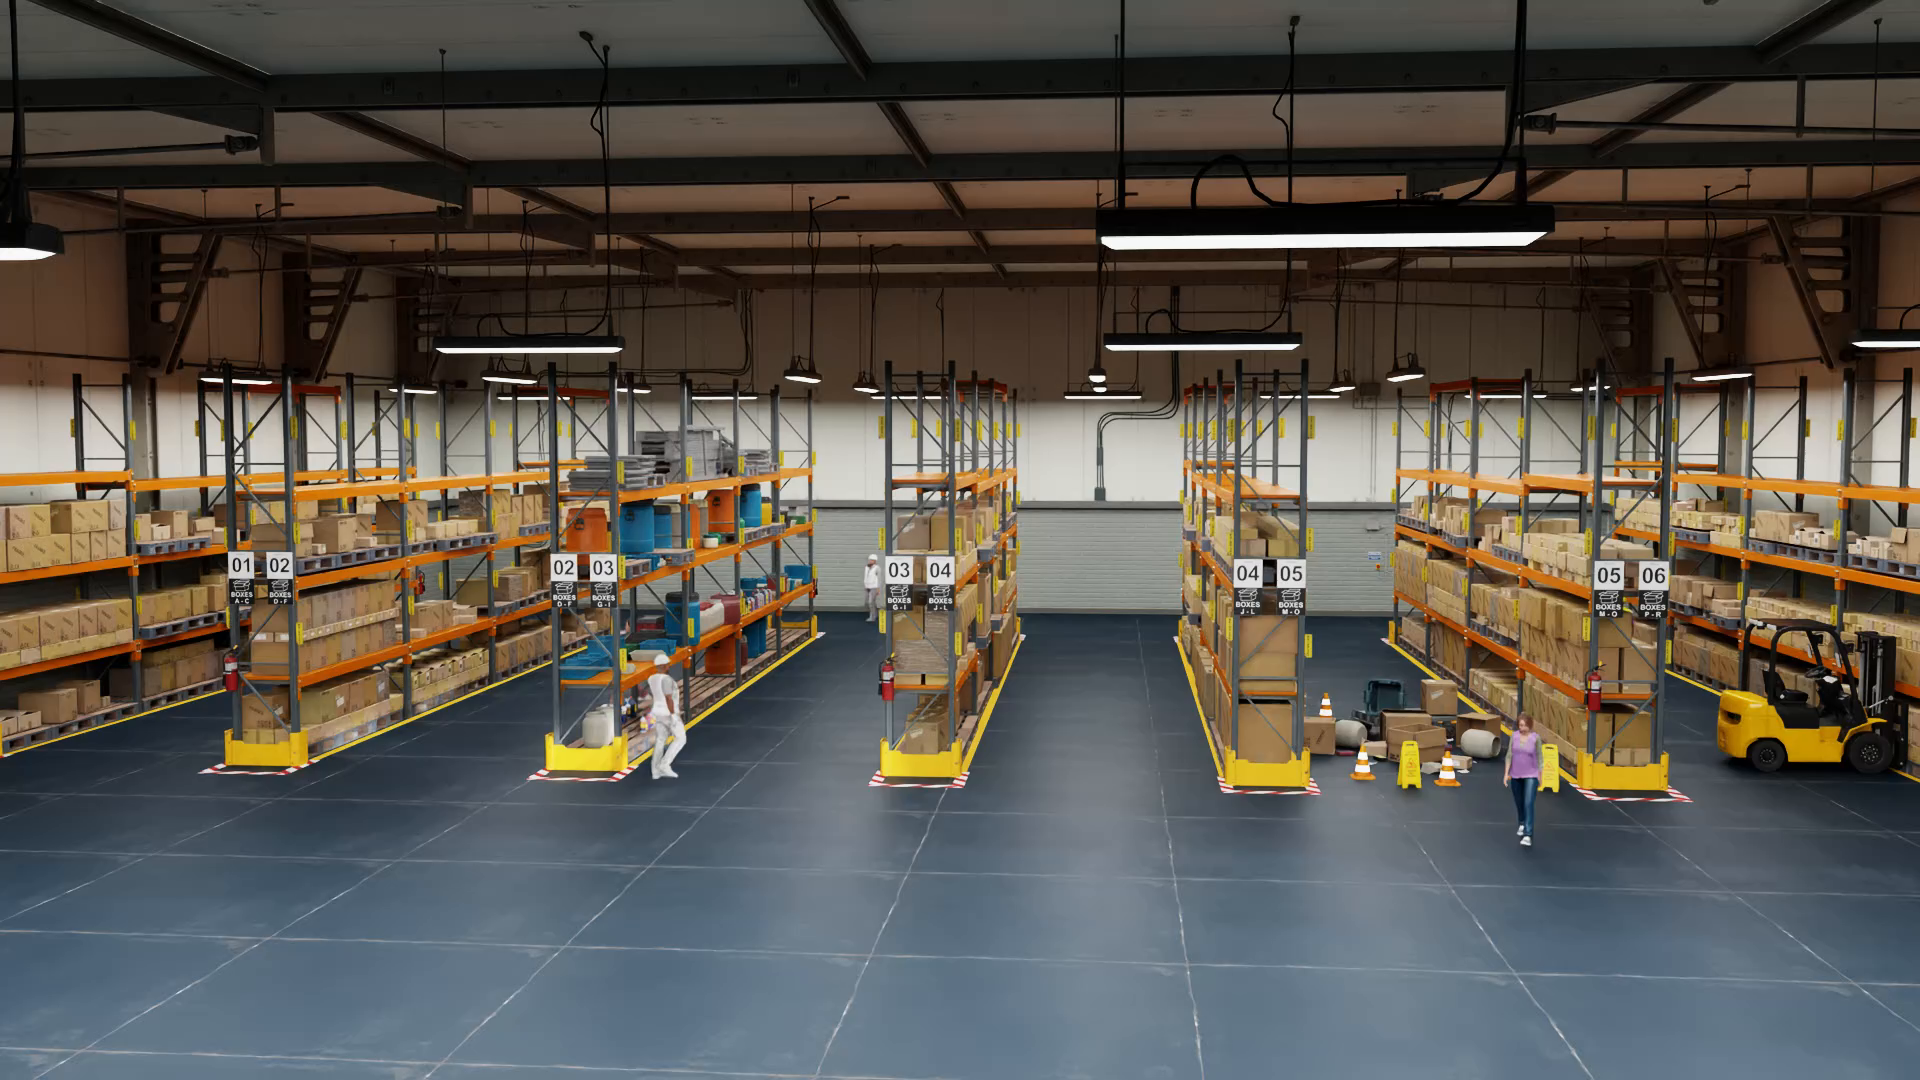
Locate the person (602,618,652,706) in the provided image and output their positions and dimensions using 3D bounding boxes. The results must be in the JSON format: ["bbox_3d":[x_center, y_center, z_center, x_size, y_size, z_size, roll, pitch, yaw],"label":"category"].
[{"bbox_3d":[-5.938,2.205,29.647,0.874,1.634,0.465,1,4,8],"label":"person"}]

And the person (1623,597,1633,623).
[{"bbox_3d":[13.084,1.958,32.903,0.616,1.767,0.467,-2,4,-30],"label":"person"}]

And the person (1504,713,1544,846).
[{"bbox_3d":[6.866,2.885,20.233,0.425,1.561,0.818,3,5,41],"label":"person"}]

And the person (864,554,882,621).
[{"bbox_3d":[-2.264,1.240,43.569,0.606,1.762,0.537,-3,5,-37],"label":"person"}]

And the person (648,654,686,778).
[{"bbox_3d":[-4.257,2.528,23.971,0.448,1.761,0.665,-4,5,-43],"label":"person"}]
